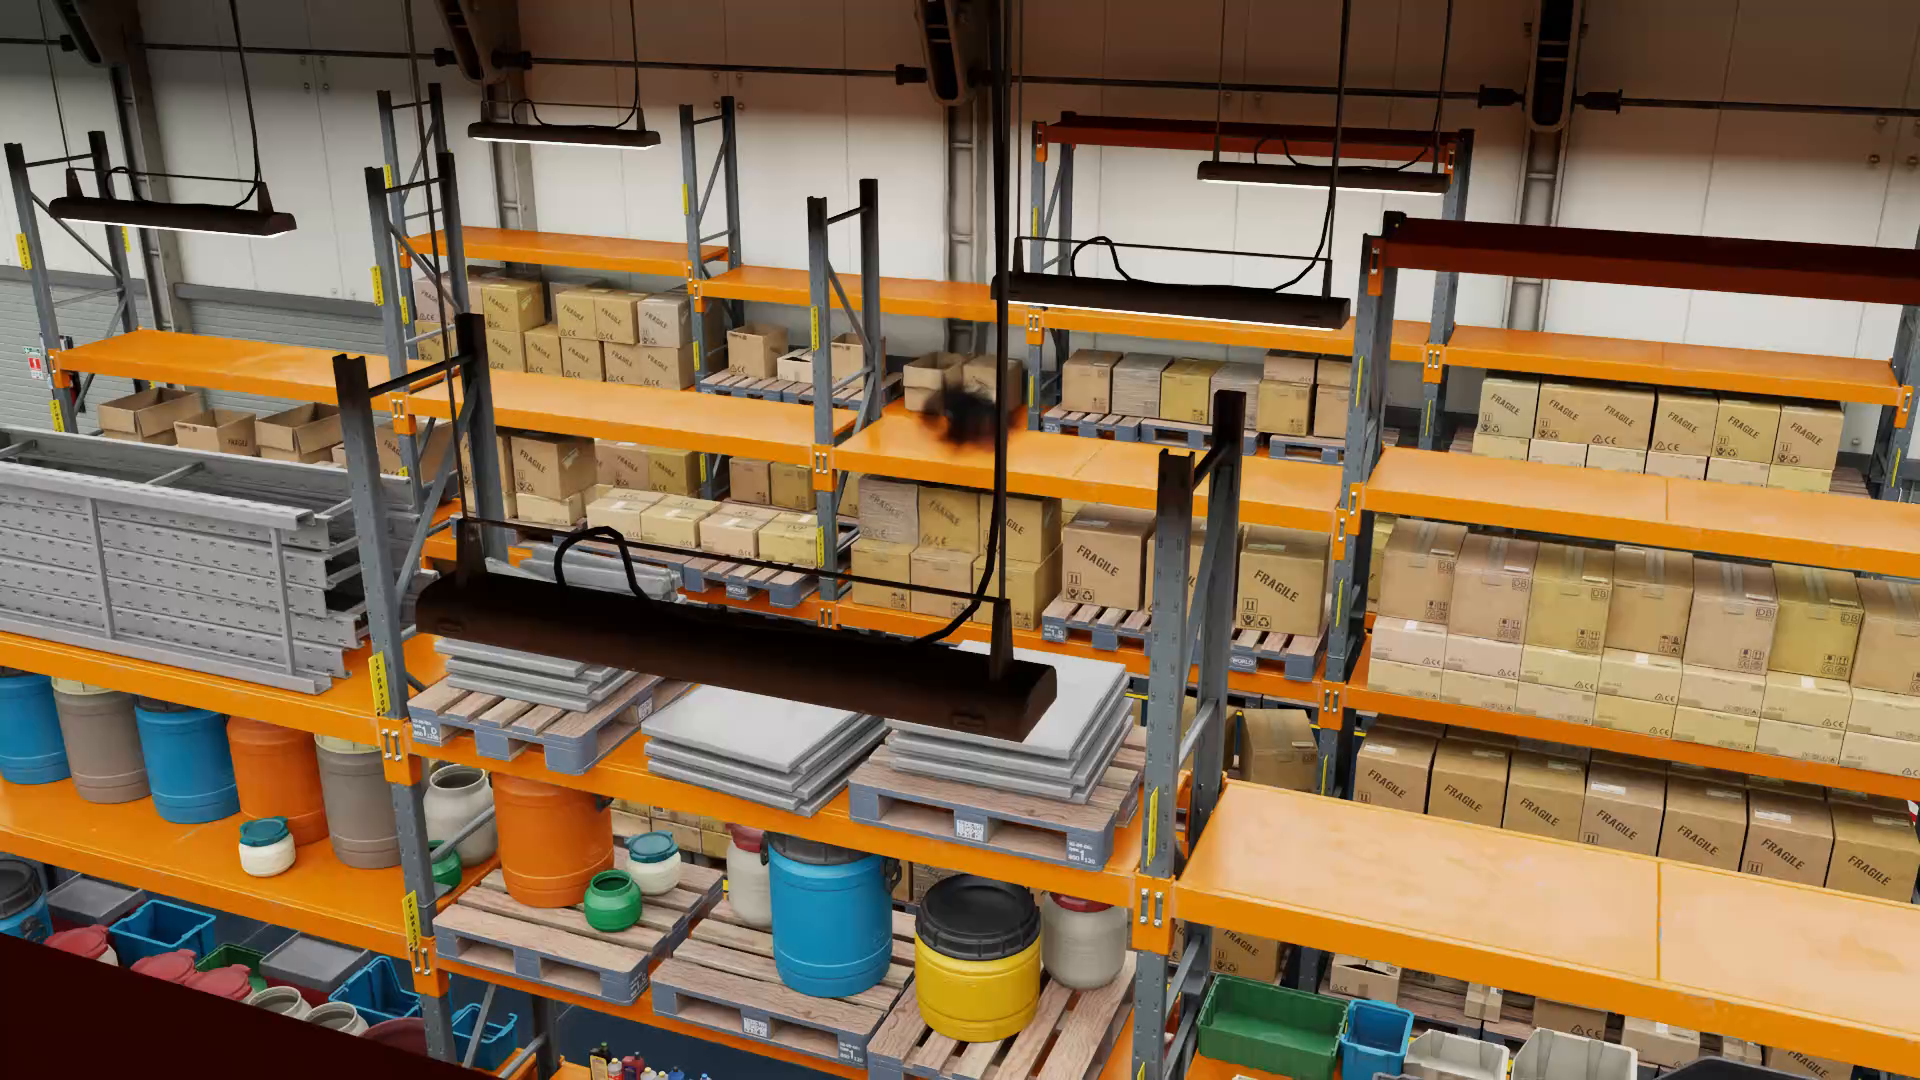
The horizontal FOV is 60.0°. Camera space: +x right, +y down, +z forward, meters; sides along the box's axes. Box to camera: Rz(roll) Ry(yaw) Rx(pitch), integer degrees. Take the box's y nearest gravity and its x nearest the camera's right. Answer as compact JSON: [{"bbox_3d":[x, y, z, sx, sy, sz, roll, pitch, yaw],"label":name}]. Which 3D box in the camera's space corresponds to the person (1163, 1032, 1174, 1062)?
[{"bbox_3d":[0.993,3.534,10.237,0.757,1.827,0.647,8,22,20],"label":"person"}]
